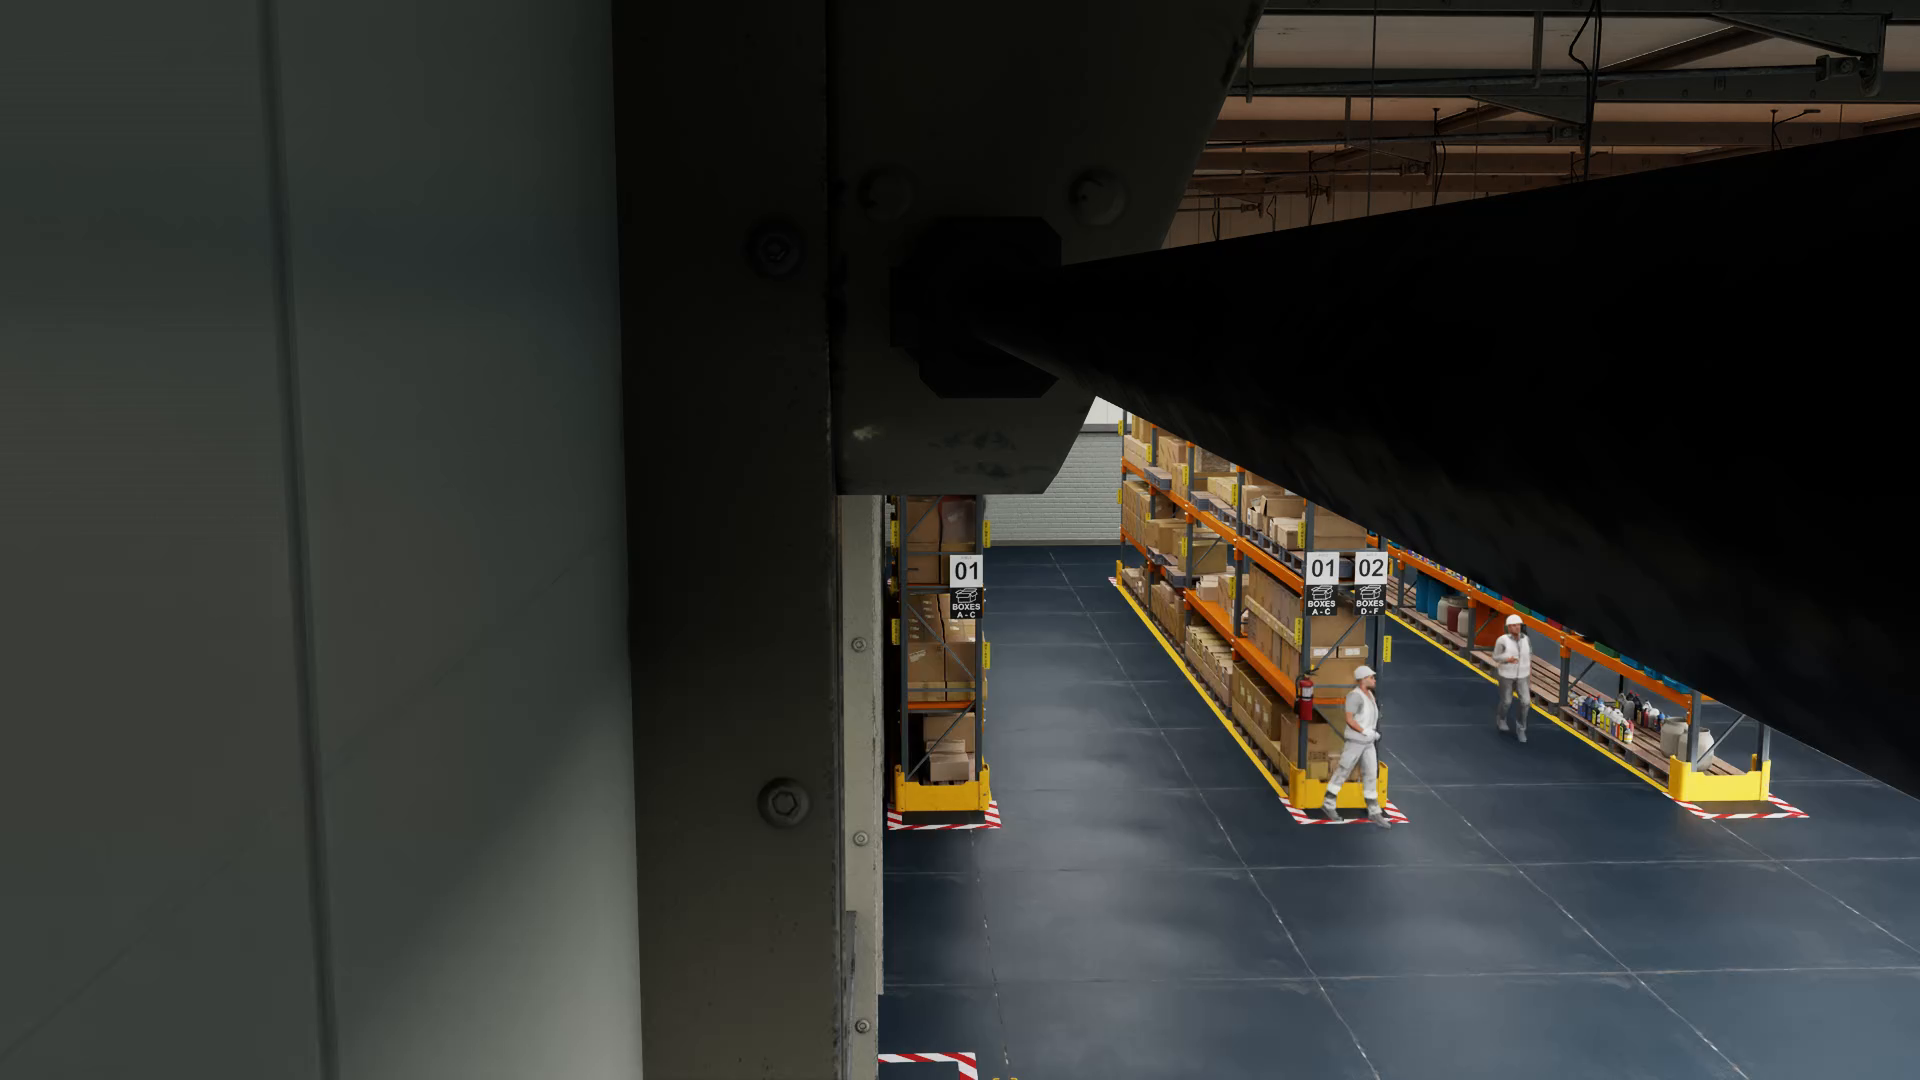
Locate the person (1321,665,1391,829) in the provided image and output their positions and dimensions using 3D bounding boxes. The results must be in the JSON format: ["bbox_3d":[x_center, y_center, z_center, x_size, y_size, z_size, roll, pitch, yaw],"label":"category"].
[{"bbox_3d":[4.675,2.347,19.153,0.806,1.804,0.731,6,11,37],"label":"person"}]

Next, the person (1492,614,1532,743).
[{"bbox_3d":[7.910,1.969,23.787,0.638,1.835,0.777,0,8,1],"label":"person"}]
